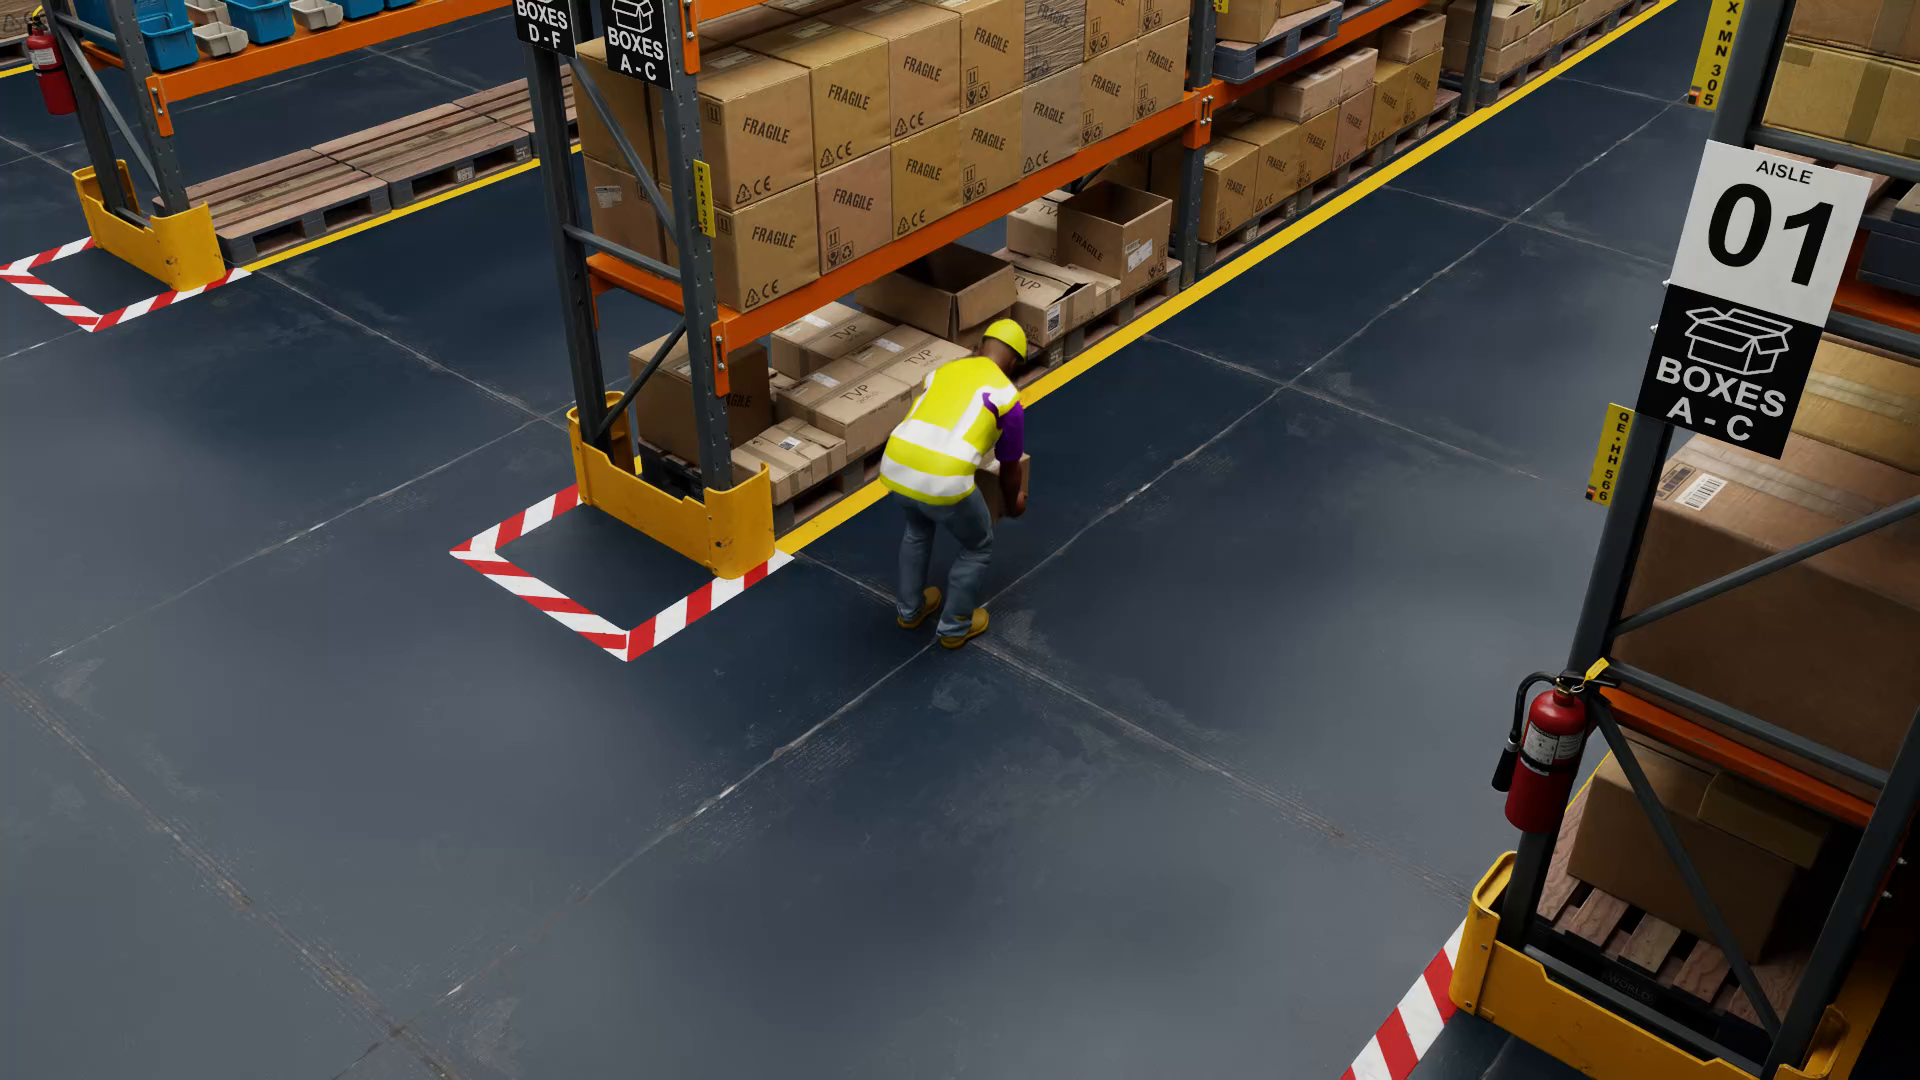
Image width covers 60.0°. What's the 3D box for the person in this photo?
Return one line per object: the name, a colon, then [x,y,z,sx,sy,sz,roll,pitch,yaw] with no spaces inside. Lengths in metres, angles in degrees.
person: [0.013,-0.259,7.518,0.491,1.342,0.912,21,40,27]
